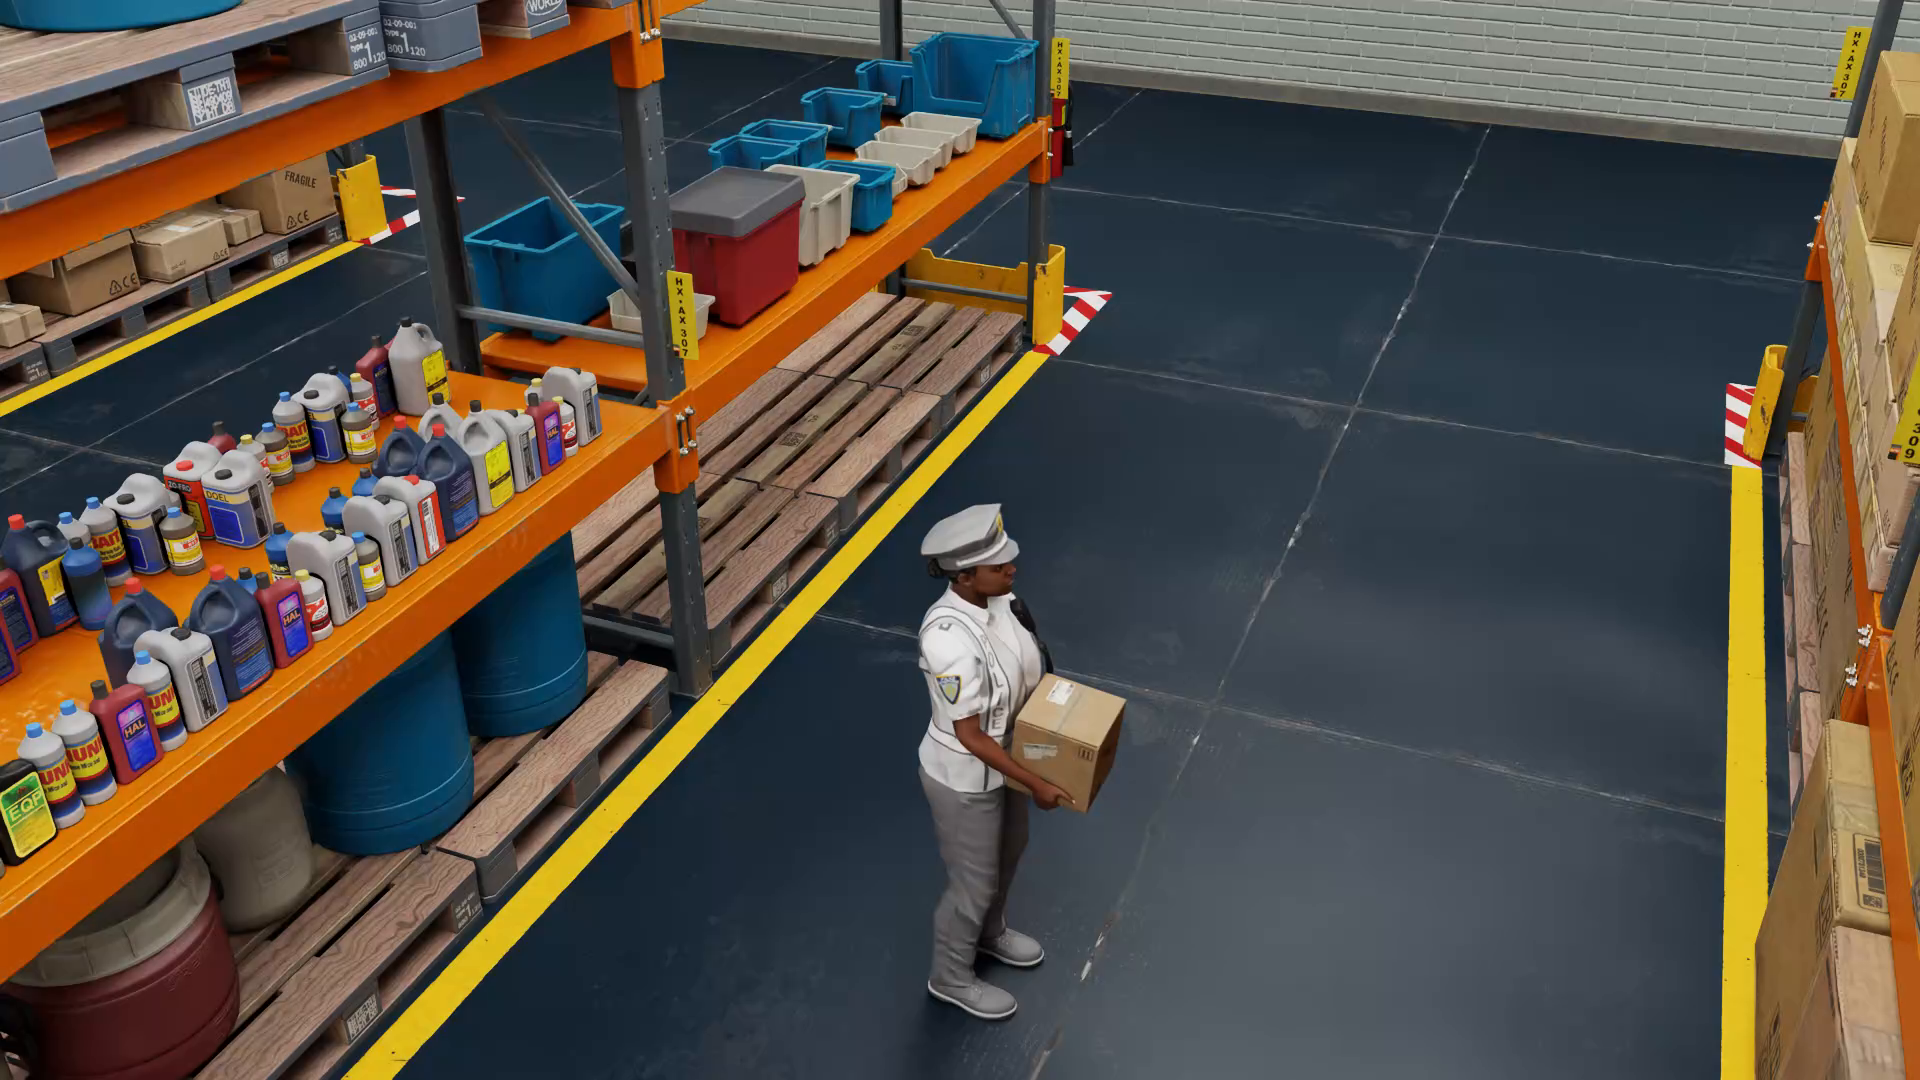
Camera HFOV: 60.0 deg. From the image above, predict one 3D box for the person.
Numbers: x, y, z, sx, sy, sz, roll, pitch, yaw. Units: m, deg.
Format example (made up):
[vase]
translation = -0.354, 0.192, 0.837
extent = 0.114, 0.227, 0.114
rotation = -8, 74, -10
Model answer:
[person]
translation = 0.139, 0.681, 4.922
extent = 0.519, 1.686, 0.449
rotation = 12, 32, 20
